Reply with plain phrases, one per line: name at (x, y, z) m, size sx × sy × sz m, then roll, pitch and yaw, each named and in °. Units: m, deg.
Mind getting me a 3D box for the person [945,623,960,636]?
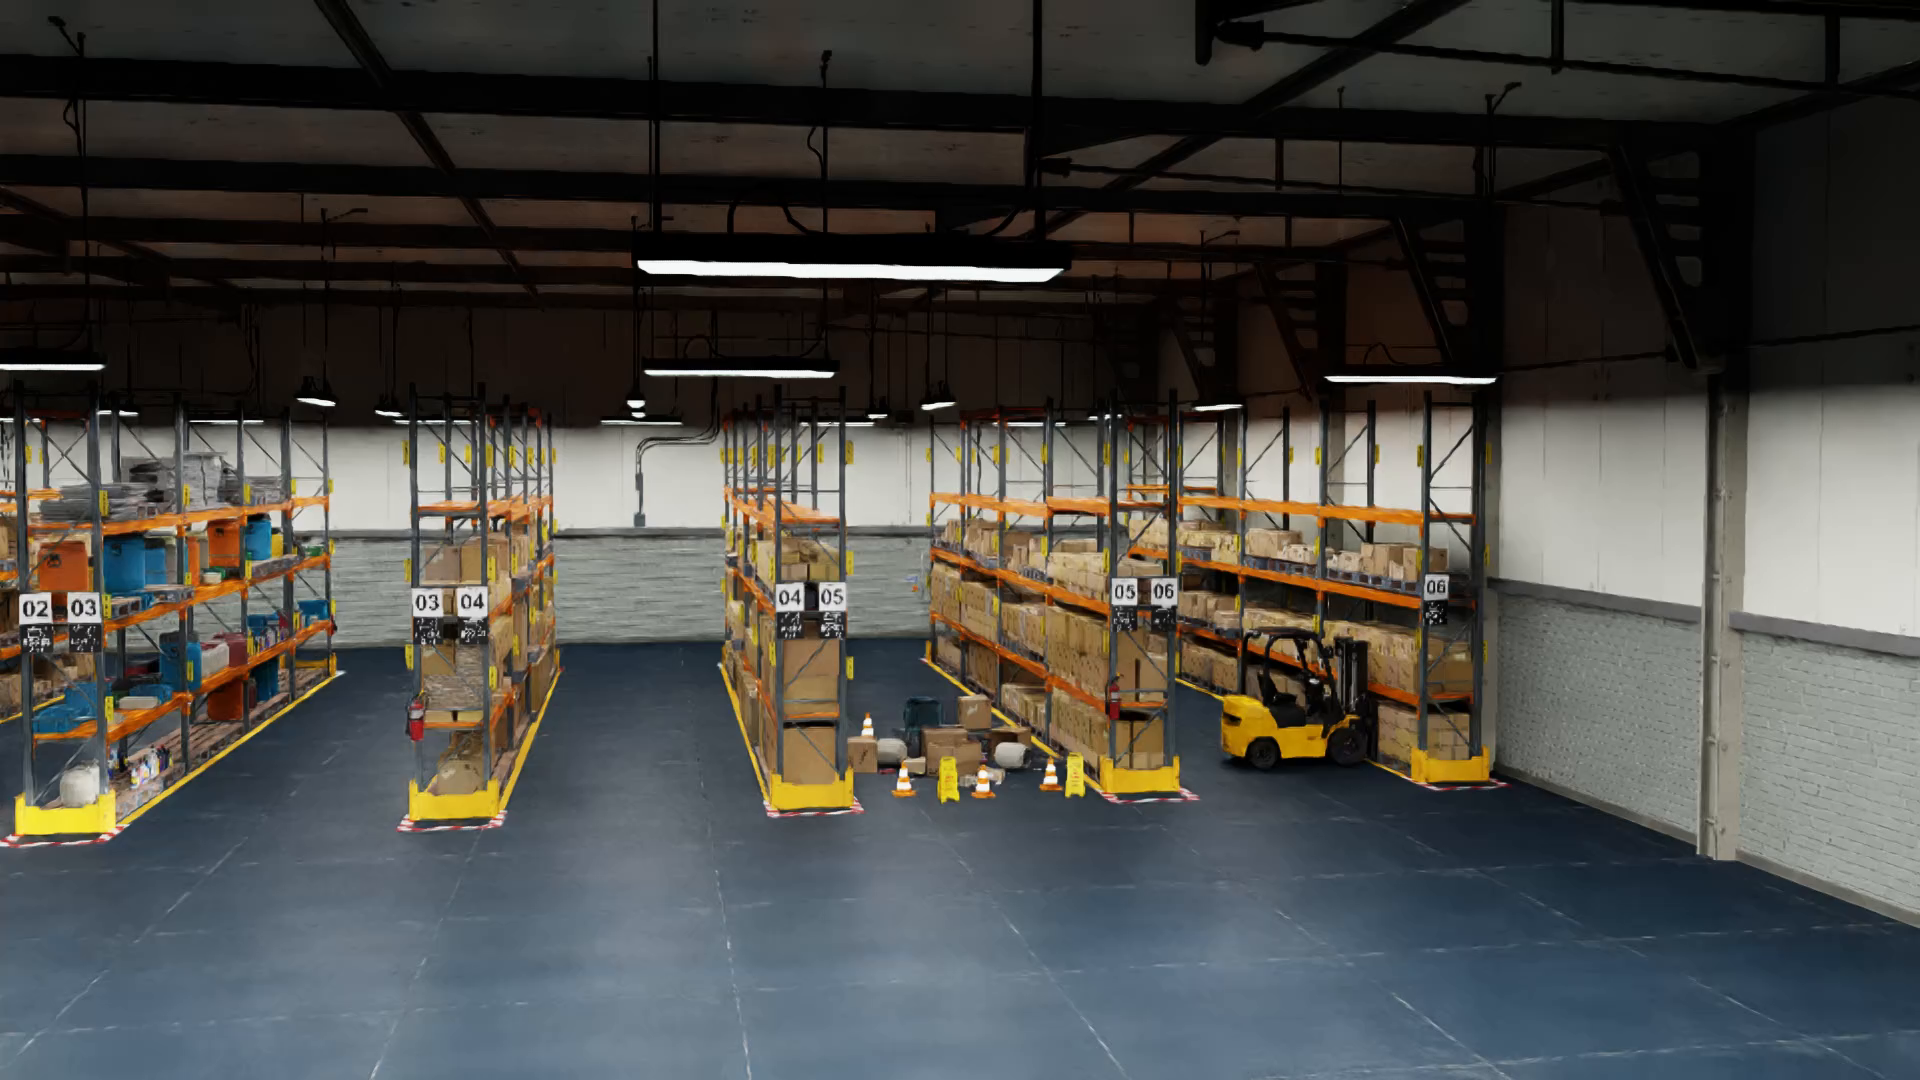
person at (-0.204, 1.910, 44.861) m, size 0.685 × 1.643 × 0.489 m, roll -2°, pitch 4°, yaw -38°
